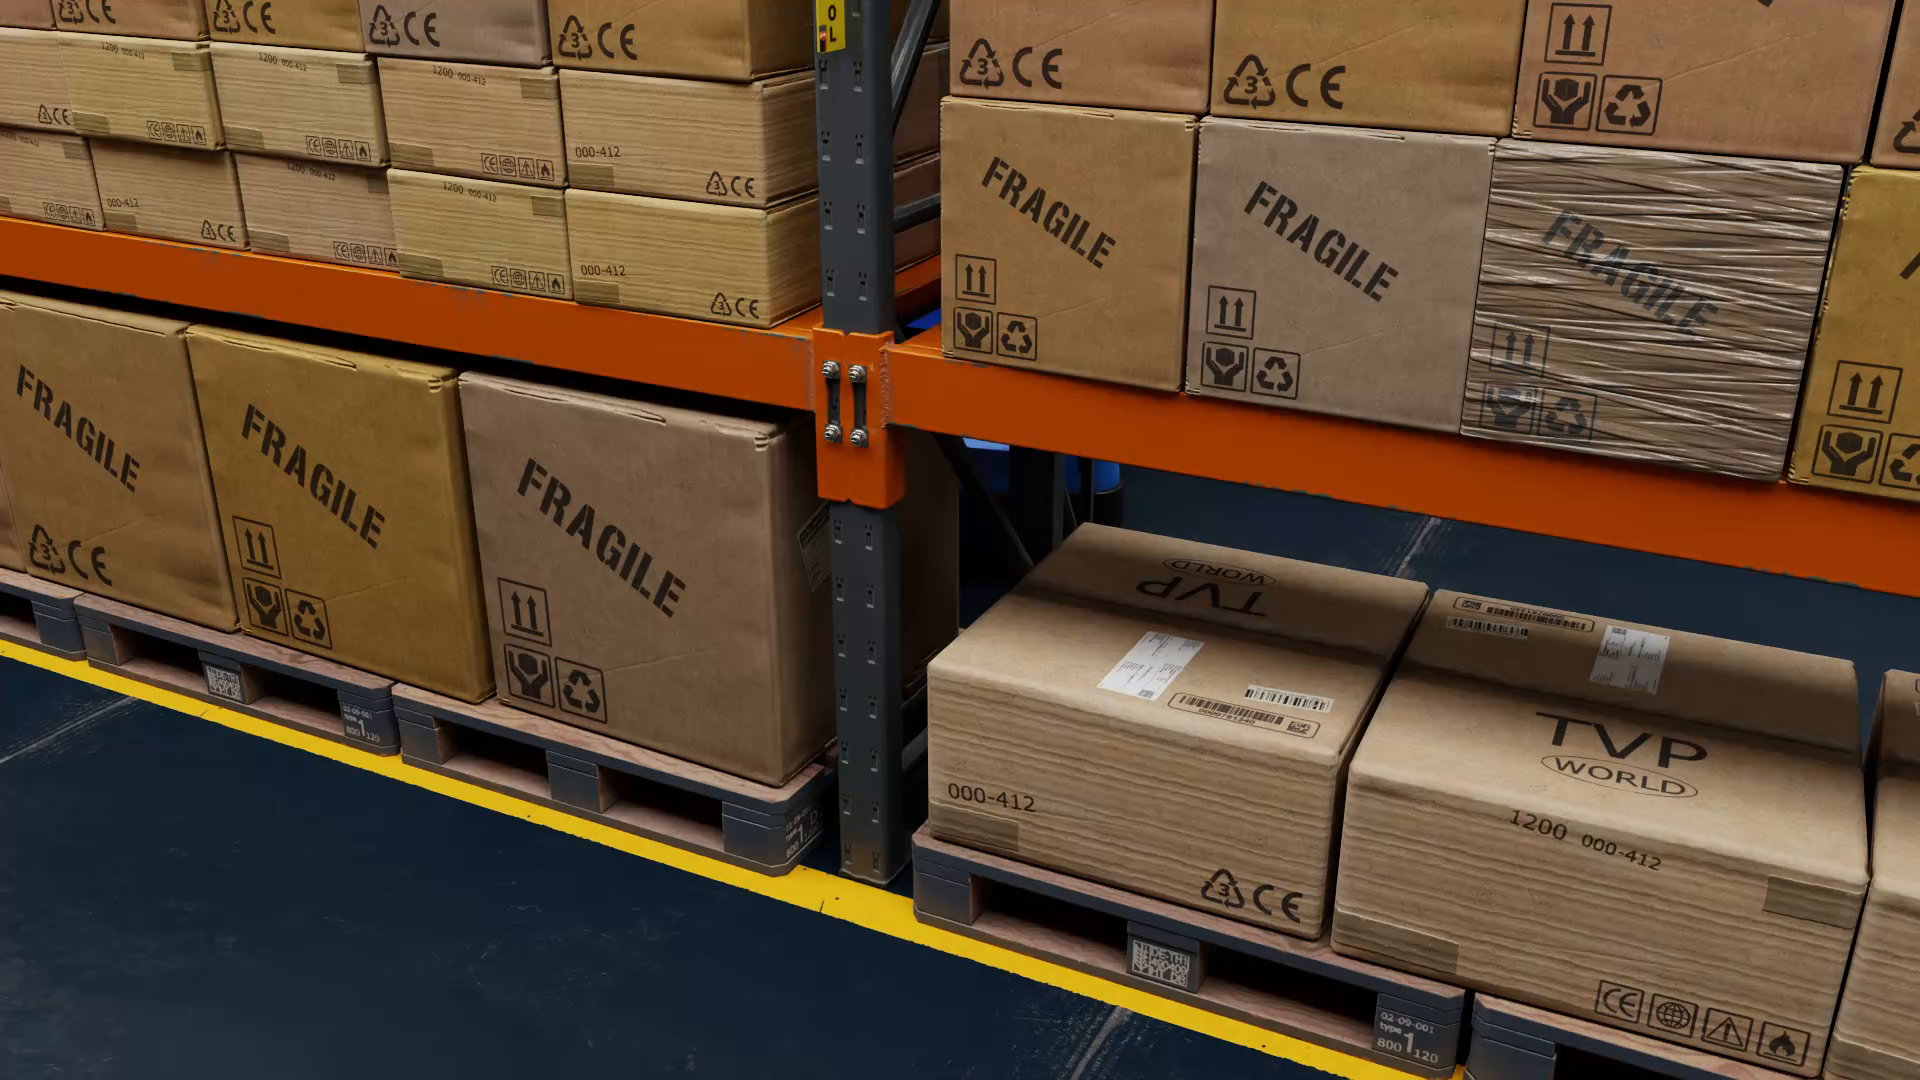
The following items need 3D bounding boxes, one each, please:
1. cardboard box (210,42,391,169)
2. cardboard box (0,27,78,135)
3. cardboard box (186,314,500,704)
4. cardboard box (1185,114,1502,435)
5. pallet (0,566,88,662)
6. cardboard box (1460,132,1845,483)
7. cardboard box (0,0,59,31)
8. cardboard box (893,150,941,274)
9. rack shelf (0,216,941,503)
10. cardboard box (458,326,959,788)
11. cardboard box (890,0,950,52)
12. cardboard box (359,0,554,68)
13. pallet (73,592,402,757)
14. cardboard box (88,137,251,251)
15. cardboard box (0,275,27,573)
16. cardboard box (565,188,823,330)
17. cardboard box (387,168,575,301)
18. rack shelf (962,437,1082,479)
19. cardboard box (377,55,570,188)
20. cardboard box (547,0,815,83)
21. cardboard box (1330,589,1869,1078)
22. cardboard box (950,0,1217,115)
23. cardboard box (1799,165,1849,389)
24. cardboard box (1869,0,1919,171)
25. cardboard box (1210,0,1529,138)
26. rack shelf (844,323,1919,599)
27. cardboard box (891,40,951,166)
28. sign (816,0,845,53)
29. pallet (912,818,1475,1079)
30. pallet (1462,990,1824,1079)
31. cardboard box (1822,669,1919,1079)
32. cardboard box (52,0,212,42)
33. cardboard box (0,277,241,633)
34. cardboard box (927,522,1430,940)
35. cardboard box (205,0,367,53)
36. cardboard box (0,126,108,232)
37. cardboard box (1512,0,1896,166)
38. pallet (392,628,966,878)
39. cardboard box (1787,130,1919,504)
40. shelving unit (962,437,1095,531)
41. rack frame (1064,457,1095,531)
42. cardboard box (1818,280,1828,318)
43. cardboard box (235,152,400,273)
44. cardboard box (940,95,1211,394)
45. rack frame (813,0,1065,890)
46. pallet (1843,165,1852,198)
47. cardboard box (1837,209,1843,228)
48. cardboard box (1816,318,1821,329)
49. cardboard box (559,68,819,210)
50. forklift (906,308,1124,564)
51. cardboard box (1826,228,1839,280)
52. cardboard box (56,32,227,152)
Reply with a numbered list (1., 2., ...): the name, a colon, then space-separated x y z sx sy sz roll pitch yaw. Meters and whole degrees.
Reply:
1. cardboard box: -1.419 -1.085 4.022 0.500 0.250 0.500 12 26 26
2. cardboard box: -2.330 -1.264 4.442 0.500 0.250 0.500 11 25 24
3. cardboard box: -1.400 -0.210 4.590 0.875 0.875 0.875 12 26 26
4. cardboard box: 0.747 -0.538 3.054 0.500 0.500 0.500 11 26 25
5. pallet: -2.901 -0.014 5.513 1.213 0.211 1.003 11 25 25
6. cardboard box: 1.188 -0.448 2.842 0.500 0.500 0.500 11 26 25
7. cardboard box: -2.339 -1.615 4.310 0.500 0.500 0.500 12 26 26
8. cardboard box: -0.275 -0.857 4.125 0.500 0.250 0.500 11 25 23
9. rack shelf: -1.786 -0.779 4.667 4.000 0.370 1.077 11 25 25
10. cardboard box: -0.591 -0.053 4.221 0.875 0.875 0.875 12 26 26
11. cardboard box: -0.264 -1.441 3.899 0.500 0.500 0.500 12 26 25
12. cardboard box: -0.978 -1.343 3.669 0.500 0.500 0.500 12 26 26
13. pallet: -1.817 0.202 5.006 1.213 0.211 1.003 11 25 25
14. cardboard box: -1.874 -0.954 4.353 0.500 0.250 0.500 11 25 25
15. cardboard box: -2.992 -0.527 5.335 0.875 0.875 0.875 11 25 24
16. cardboard box: -0.515 -0.679 3.705 0.500 0.250 0.500 11 25 23
17. cardboard box: -0.969 -0.769 3.917 0.500 0.250 0.500 11 25 24
18. rack shelf: -0.170 -0.280 4.905 1.000 0.185 0.538 6 19 18
19. cardboard box: -0.954 -0.996 3.812 0.500 0.250 0.500 12 26 26
20. cardboard box: -0.513 -1.254 3.460 0.500 0.500 0.500 12 26 26
21. cardboard box: 1.310 0.536 3.395 0.875 0.438 0.875 10 25 23
22. cardboard box: 0.315 -1.094 3.084 0.500 0.500 0.500 11 26 25
23. cardboard box: 1.445 -0.637 3.288 0.500 0.500 0.500 11 25 24
24. cardboard box: 1.663 -0.818 2.436 0.500 0.500 0.500 11 25 24
25. cardboard box: 0.762 -1.003 2.869 0.500 0.500 0.500 11 25 24
26. rack shelf: 1.784 -0.072 3.006 4.000 0.370 1.077 11 25 25
27. cardboard box: -0.267 -1.094 4.042 0.500 0.250 0.500 10 25 23
28. sign: -0.237 -1.062 3.035 0.005 0.325 0.100 11 25 25
29. pallet: 0.642 0.688 3.862 1.213 0.211 1.003 11 25 25
30. pallet: 1.735 0.903 3.356 1.213 0.211 1.003 11 25 25
31. cardboard box: 2.114 0.695 3.019 0.875 0.438 0.875 12 26 26
32. cardboard box: -1.890 -1.525 4.098 0.500 0.500 0.500 12 26 25
33. cardboard box: -2.198 -0.368 4.962 0.875 0.875 0.875 12 26 25
34. cardboard box: 0.511 0.378 3.766 0.875 0.438 0.875 11 25 24
35. cardboard box: -1.422 -1.439 3.895 0.500 0.500 0.500 12 26 26
36. cardboard box: -2.316 -1.040 4.555 0.500 0.250 0.500 12 26 26
37. cardboard box: 1.215 -0.908 2.647 0.500 0.500 0.500 12 26 26
38. pallet: -0.724 0.417 4.500 1.213 0.211 1.003 11 25 25
39. cardboard box: 1.647 -0.357 2.628 0.500 0.500 0.500 12 26 26
40. shelving unit: -0.169 -0.451 4.850 1.048 1.500 0.538 6 19 18
41. rack frame: 0.312 -0.399 4.695 0.032 1.500 0.500 6 19 18
42. cardboard box: 3.701 -1.077 7.176 0.250 0.149 0.380 11 26 25
43. cardboard box: -1.411 -0.865 4.142 0.500 0.250 0.500 10 25 23
44. cardboard box: 0.300 -0.628 3.266 0.500 0.500 0.500 12 26 26
45. rack frame: -0.001 -0.756 3.696 0.127 3.000 1.000 11 25 25
46. pallet: 6.206 -2.558 11.495 1.213 0.211 1.003 11 25 25
47. cardboard box: 3.947 -1.400 7.554 0.250 0.149 0.380 11 26 25
48. cardboard box: 3.767 -0.973 7.312 0.250 0.149 0.380 12 26 26
49. cardboard box: -0.504 -0.910 3.611 0.500 0.250 0.500 11 25 24
50. forklift: -0.029 -1.797 6.231 1.130 2.935 3.031 -1 23 -1
51. cardboard box: 3.739 -1.240 7.179 0.250 0.149 0.380 11 26 25
52. cardboard box: -1.883 -1.170 4.221 0.500 0.250 0.500 12 26 25
